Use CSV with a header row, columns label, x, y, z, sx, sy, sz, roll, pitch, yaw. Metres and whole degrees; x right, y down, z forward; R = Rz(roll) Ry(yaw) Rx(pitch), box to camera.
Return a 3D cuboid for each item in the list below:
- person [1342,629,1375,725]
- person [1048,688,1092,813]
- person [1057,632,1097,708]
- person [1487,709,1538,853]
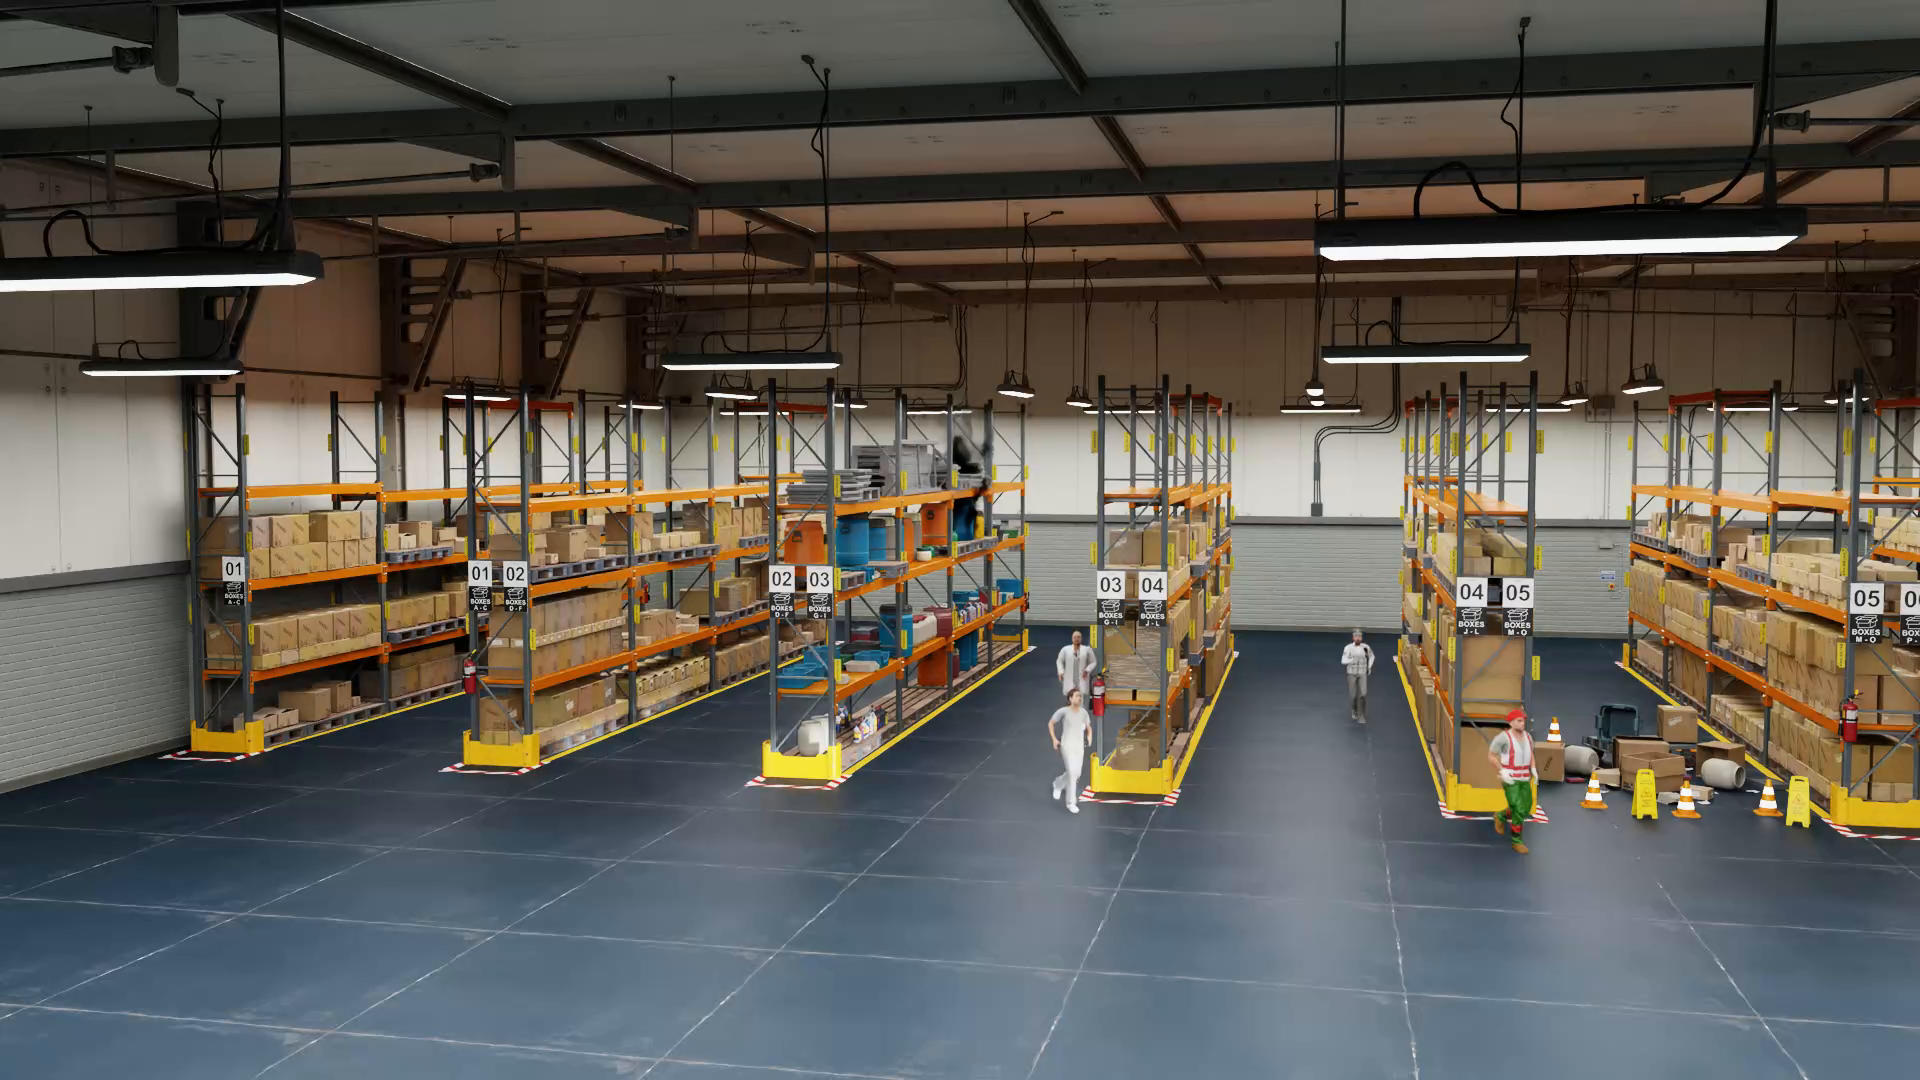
label,x,y,z,sx,sy,sz,roll,pitch,yaw
person,7.155,2.451,29.875,0.592,1.734,0.684,1,3,11
person,1.557,2.878,22.981,0.610,1.653,0.748,-1,4,-23
person,2.044,2.472,29.195,0.710,1.733,0.602,0,3,5
person,6.830,2.953,20.629,0.660,1.748,0.715,-1,4,-23
